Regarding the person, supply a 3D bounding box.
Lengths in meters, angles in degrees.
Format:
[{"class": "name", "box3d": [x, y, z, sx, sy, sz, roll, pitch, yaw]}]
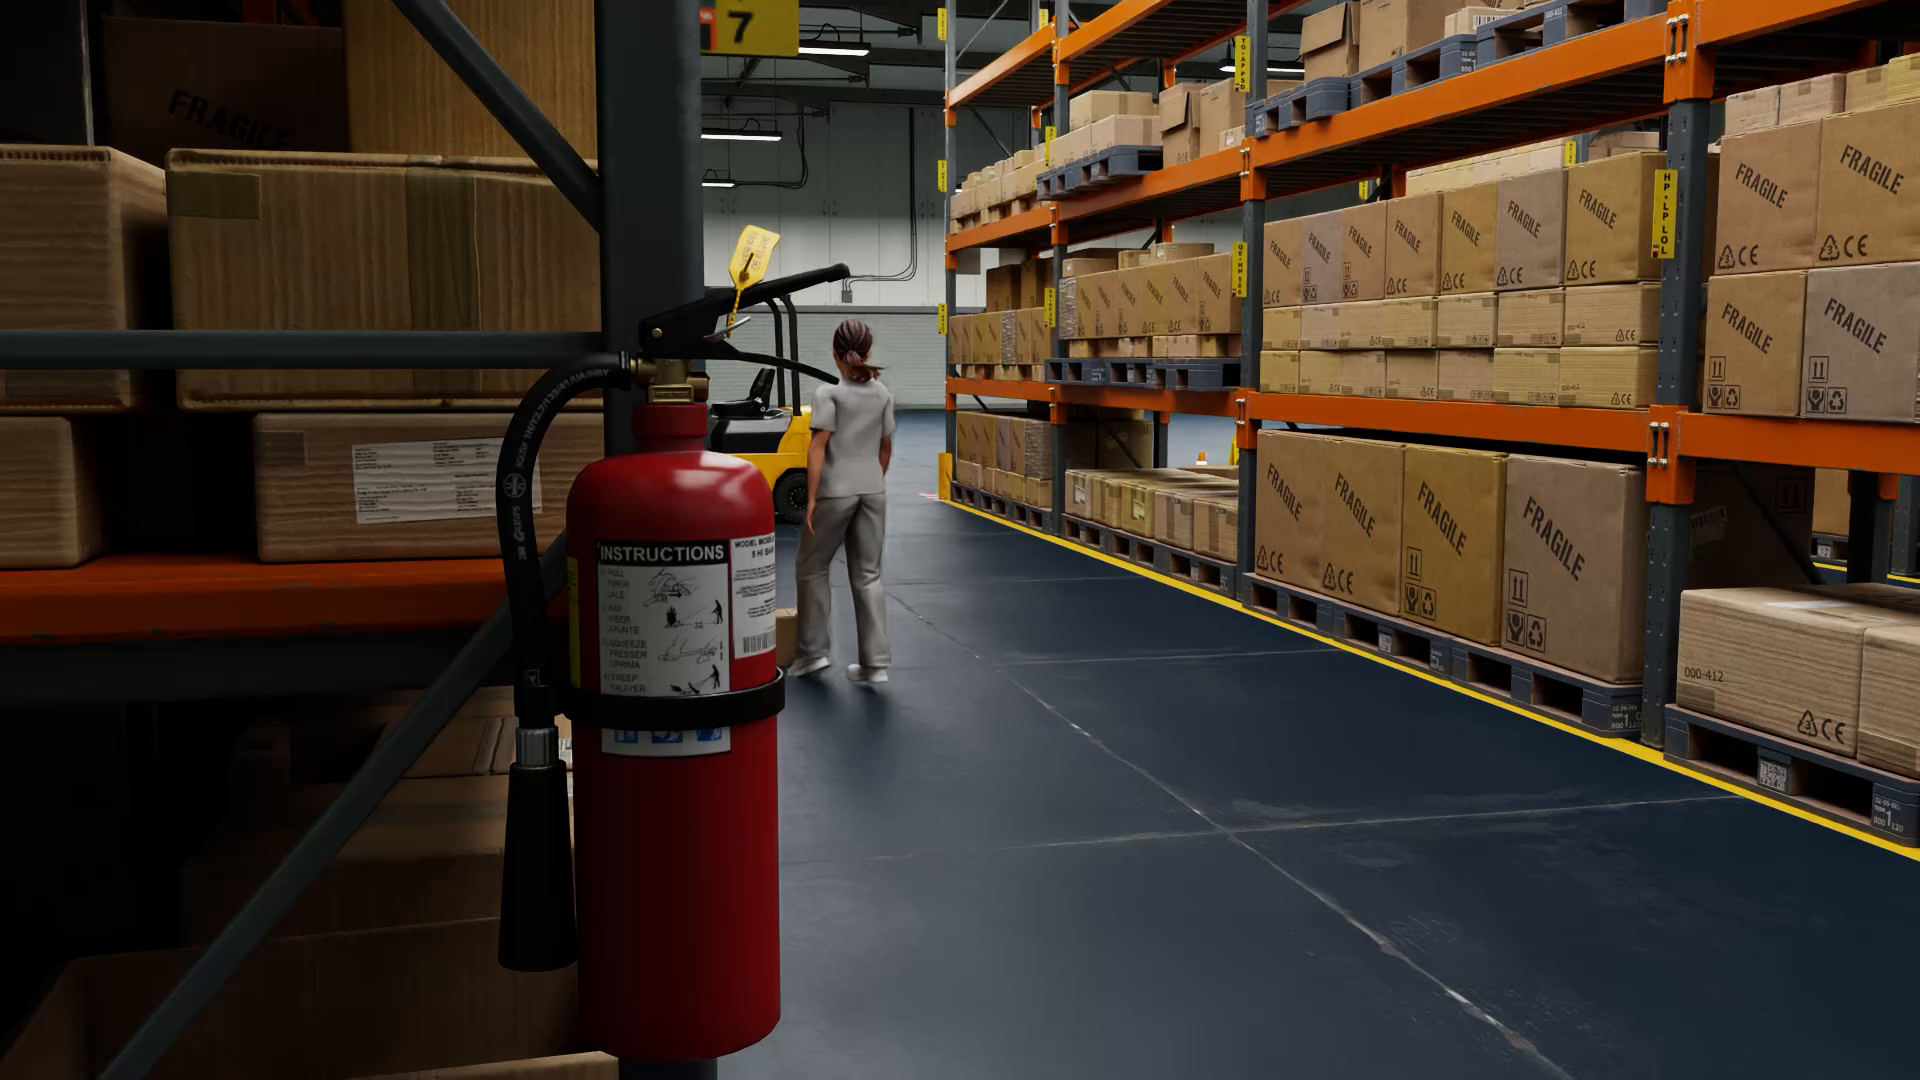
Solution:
[{"class": "person", "box3d": [-0.554, -0.163, 7.703, 0.494, 1.703, 0.670, -3, 7, -28]}]
